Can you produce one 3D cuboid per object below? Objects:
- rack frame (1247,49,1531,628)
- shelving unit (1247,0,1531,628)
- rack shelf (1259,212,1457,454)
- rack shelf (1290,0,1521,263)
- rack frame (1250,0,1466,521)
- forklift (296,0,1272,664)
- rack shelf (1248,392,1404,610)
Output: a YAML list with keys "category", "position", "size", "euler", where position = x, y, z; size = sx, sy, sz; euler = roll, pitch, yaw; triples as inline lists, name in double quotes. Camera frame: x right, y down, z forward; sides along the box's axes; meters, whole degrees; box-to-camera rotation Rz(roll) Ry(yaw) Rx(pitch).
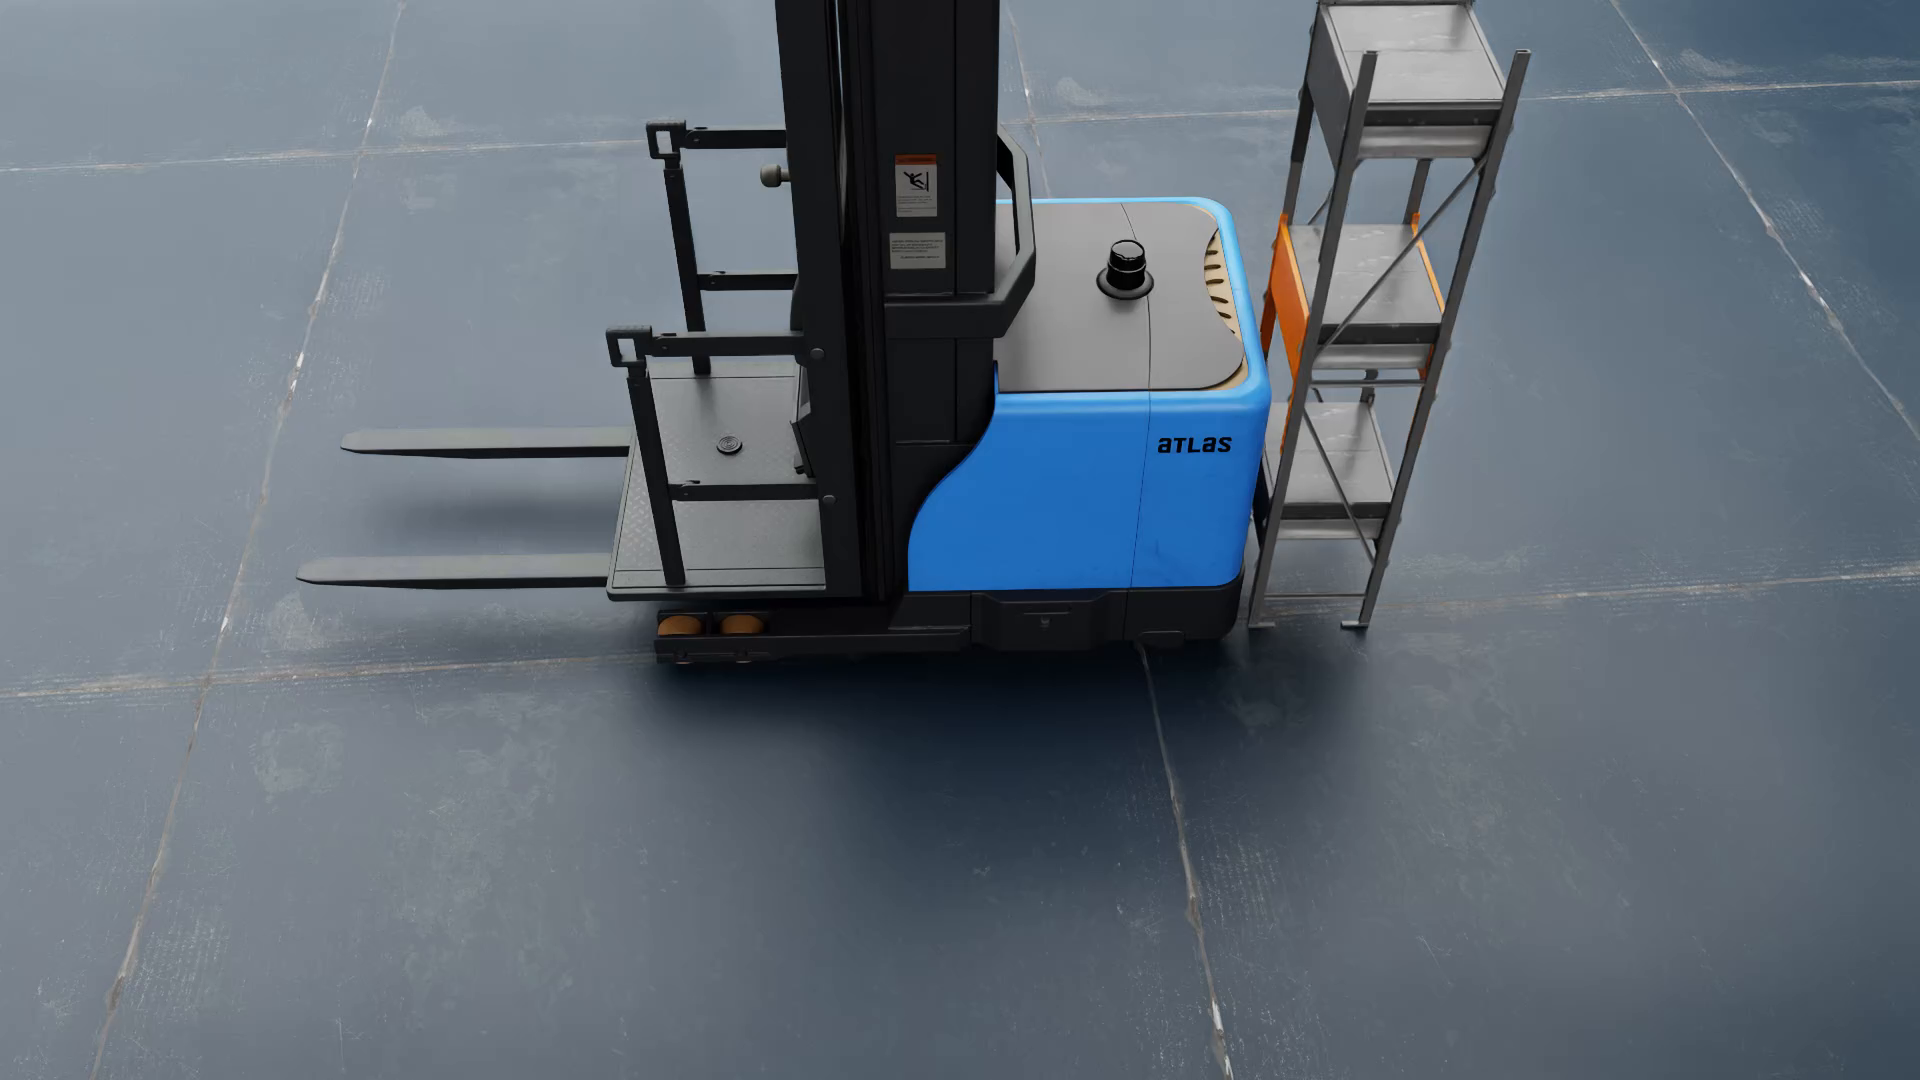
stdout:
- category: "rack frame"
  position: [1.153, -0.440, 4.719]
  size: [0.400, 2.100, 0.015]
  euler: [-1, 47, -1]
- category: "shelving unit"
  position: [1.147, -0.617, 4.886]
  size: [0.431, 2.100, 0.503]
  euler: [-1, 47, -1]
- category: "rack shelf"
  position: [1.147, -0.608, 4.896]
  size: [0.431, 0.518, 0.480]
  euler: [-1, 47, -1]
- category: "rack shelf"
  position: [1.152, -1.089, 4.388]
  size: [0.431, 0.518, 0.480]
  euler: [-1, 47, -1]
- category: "rack frame"
  position: [1.142, -0.794, 5.054]
  size: [0.400, 2.100, 0.015]
  euler: [-1, 47, -1]
- category: "forklift"
  position: [-0.624, -0.998, 4.677]
  size: [3.031, 2.935, 1.130]
  euler: [-1, 47, -1]
- category: "rack shelf"
  position: [1.143, -0.127, 5.405]
  size: [0.431, 0.518, 0.480]
  euler: [-1, 47, -1]
